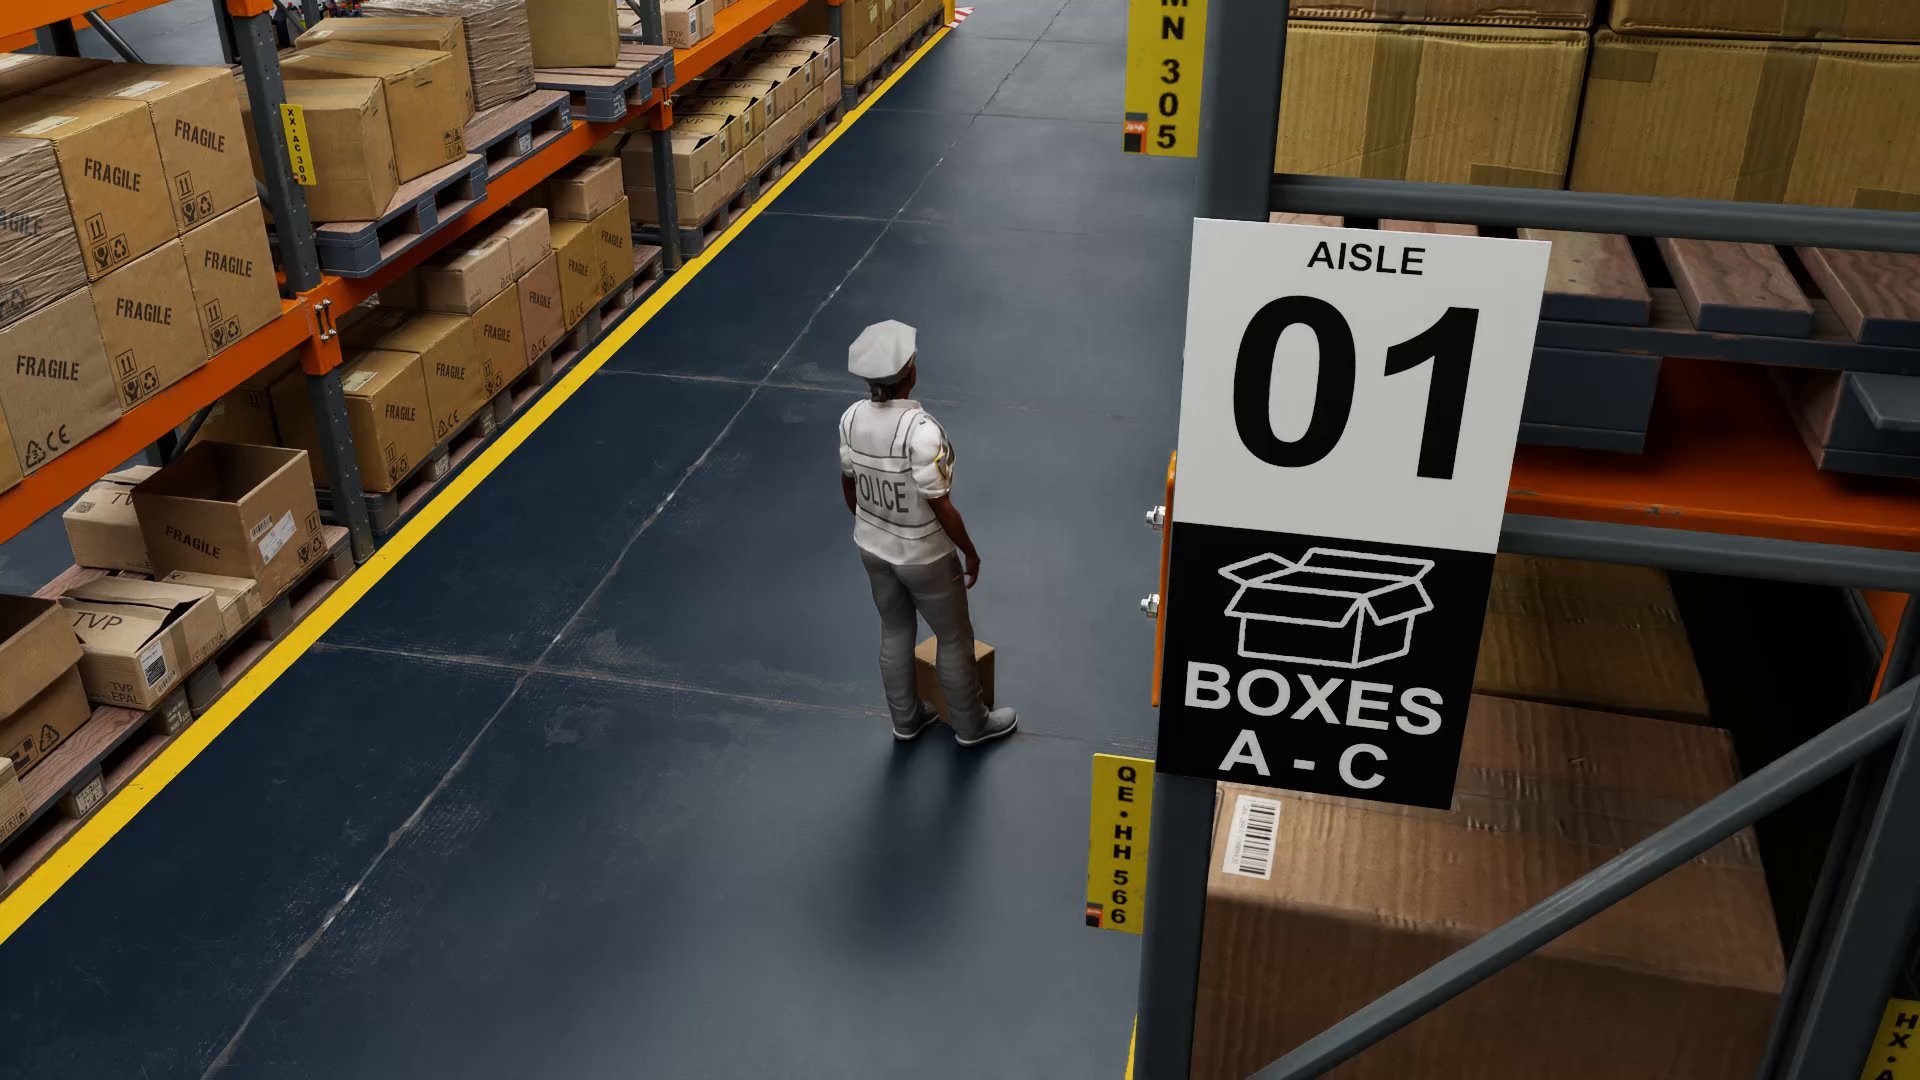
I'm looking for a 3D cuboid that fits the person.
[{"bbox_3d":[-0.132,-0.006,6.086,0.570,1.693,0.529,20,35,32],"label":"person"}]
